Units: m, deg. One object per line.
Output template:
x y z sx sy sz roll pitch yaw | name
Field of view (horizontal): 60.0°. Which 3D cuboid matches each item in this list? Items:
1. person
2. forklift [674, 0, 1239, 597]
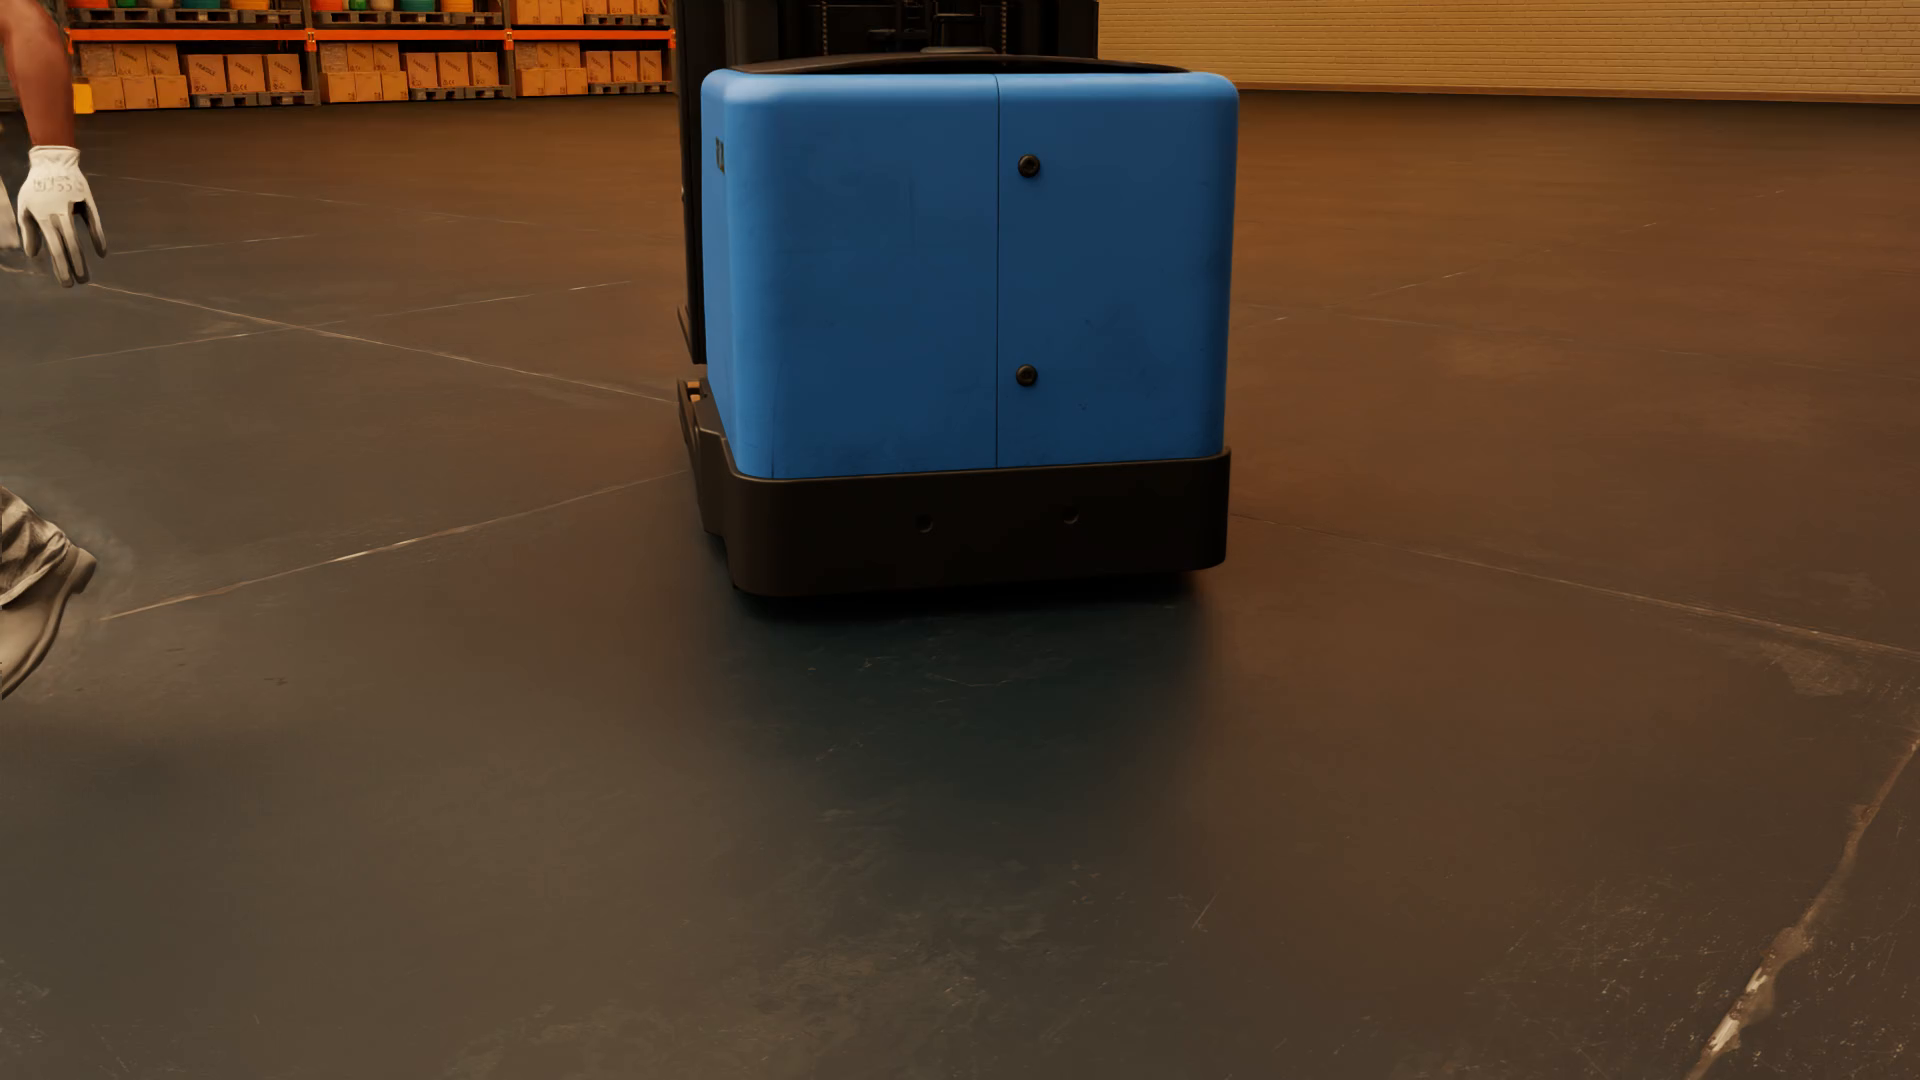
-1.900 -0.515 2.820 0.922 1.667 0.556 13 21 36 | person
-0.233 -1.675 4.413 1.130 2.935 3.031 -3 17 -11 | forklift
